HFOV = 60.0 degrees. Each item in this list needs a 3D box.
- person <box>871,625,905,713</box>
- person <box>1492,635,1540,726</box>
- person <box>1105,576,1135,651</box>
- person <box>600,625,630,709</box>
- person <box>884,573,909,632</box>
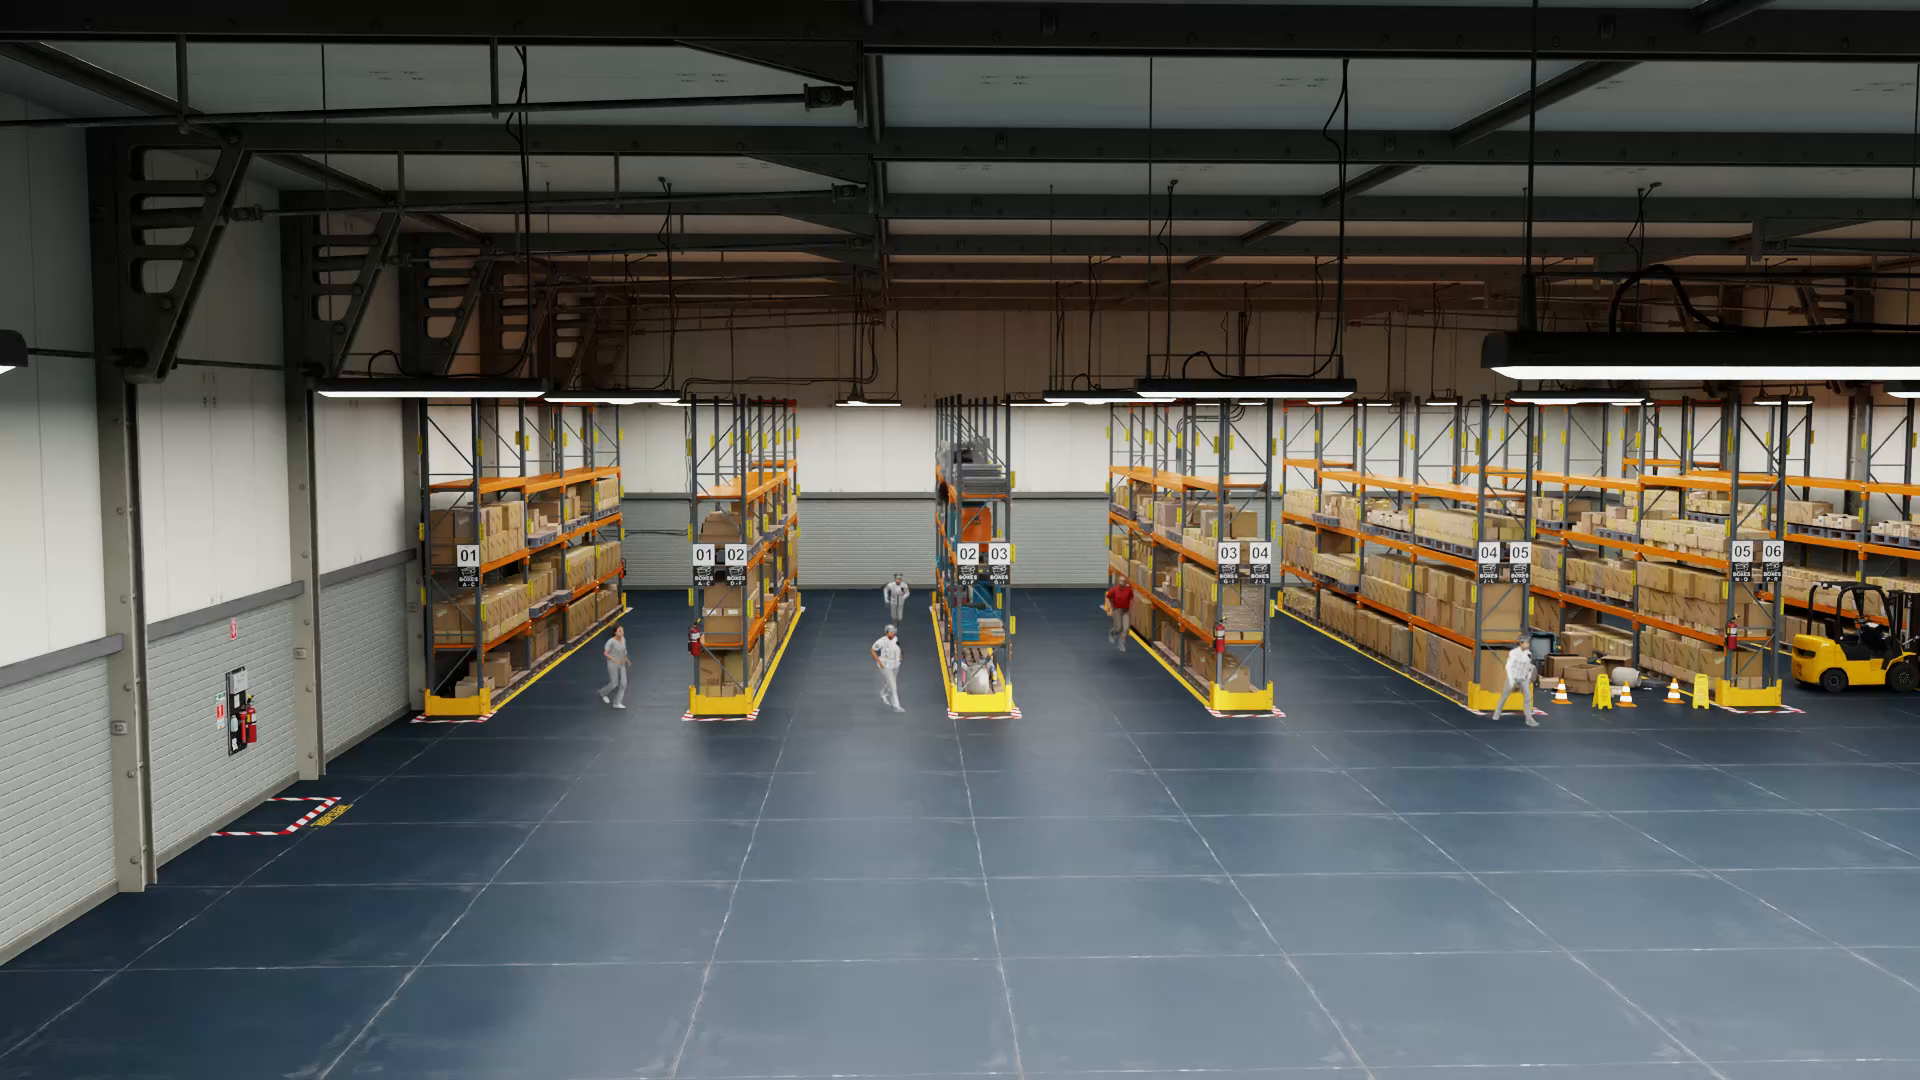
[{"bbox_3d":[-1.379,2.415,31.555,0.869,1.643,0.611,4,6,44],"label":"person"},{"bbox_3d":[10.154,2.528,30.298,0.627,1.626,0.866,-2,5,-20],"label":"person"},{"bbox_3d":[3.630,1.649,37.651,0.675,1.687,0.637,-1,5,-16],"label":"person"},{"bbox_3d":[-6.644,2.415,31.933,0.735,1.618,0.560,4,6,44],"label":"person"},{"bbox_3d":[-1.540,1.523,40.544,0.610,1.479,0.668,-1,5,-10],"label":"person"}]
